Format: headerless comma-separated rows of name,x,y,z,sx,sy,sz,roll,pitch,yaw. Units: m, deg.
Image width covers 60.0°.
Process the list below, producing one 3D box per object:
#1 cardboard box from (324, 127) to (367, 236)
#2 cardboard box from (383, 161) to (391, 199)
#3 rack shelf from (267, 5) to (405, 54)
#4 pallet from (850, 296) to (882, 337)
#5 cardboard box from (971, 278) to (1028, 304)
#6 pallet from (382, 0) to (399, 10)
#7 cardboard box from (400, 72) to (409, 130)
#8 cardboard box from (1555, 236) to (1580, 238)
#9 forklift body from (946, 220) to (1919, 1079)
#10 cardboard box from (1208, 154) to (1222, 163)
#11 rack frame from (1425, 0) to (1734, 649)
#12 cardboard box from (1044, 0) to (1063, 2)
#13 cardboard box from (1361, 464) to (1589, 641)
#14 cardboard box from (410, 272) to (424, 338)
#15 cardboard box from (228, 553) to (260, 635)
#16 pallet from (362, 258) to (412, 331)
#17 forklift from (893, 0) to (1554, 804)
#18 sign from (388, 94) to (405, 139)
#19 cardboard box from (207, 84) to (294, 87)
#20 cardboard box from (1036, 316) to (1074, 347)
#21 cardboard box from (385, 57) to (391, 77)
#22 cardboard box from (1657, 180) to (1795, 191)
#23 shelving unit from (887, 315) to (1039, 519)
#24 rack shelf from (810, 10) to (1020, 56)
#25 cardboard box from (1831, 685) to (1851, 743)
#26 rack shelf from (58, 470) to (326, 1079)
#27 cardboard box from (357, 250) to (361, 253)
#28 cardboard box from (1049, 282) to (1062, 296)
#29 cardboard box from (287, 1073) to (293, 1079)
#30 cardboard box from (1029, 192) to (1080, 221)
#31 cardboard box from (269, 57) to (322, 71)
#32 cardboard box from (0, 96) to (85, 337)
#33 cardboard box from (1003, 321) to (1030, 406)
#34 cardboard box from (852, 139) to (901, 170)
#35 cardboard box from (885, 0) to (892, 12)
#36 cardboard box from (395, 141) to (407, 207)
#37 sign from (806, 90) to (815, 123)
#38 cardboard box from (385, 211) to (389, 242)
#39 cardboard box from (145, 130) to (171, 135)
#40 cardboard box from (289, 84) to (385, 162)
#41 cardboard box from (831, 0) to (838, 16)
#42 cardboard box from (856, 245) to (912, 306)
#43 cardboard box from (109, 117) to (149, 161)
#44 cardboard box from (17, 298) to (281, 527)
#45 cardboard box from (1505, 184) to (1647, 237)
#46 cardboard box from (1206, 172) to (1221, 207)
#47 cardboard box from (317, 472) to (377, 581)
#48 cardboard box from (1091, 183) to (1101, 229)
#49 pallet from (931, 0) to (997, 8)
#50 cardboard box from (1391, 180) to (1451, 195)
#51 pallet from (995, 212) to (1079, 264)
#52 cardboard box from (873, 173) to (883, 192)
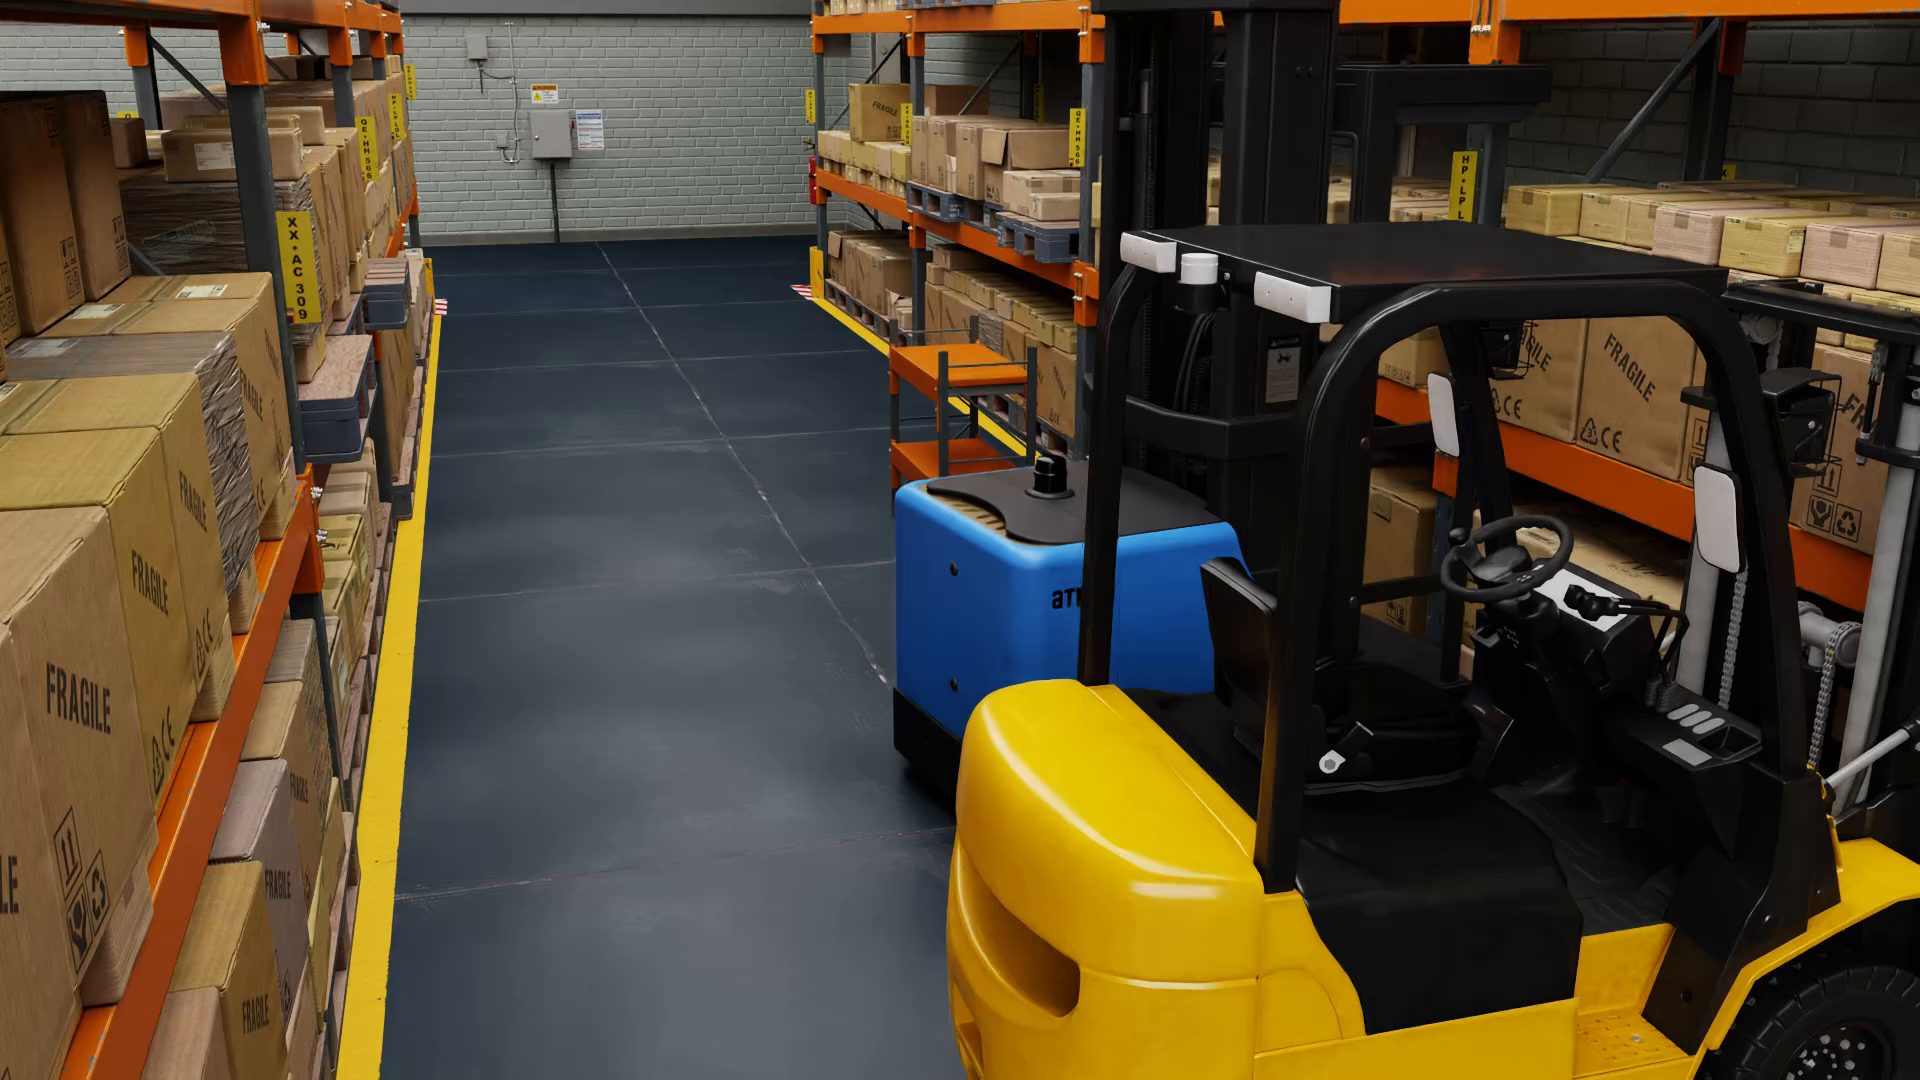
cardboard box,-3.181,-1.738,8.102,0.500,0.500,0.500,-5,17,-17
cardboard box,-4.025,-2.341,10.923,0.500,0.250,0.500,-4,17,-14
rack shelf,-5.223,-4.202,13.763,1.077,0.370,4.000,-5,17,-15
pallet,-0.428,-2.142,15.718,1.003,0.211,1.213,-5,17,-15
cardboard box,0.294,-1.857,12.407,0.380,0.149,0.250,-5,17,-15
pallet,-5.558,-4.853,14.833,1.003,0.211,1.213,-5,17,-15
cardboard box,-5.239,-3.933,14.919,0.500,0.500,0.500,-5,17,-15
cardboard box,2.132,-0.987,5.721,0.380,0.149,0.250,-5,17,-16
forklift body,1.121,0.396,3.897,2.313,2.155,1.214,-5,17,-15
cardboard box,1.482,-2.128,9.521,0.380,0.149,0.250,-4,17,-13
rack frame,2.297,-0.737,6.192,1.000,3.000,0.127,-5,17,-15
cardboard box,0.823,-3.331,9.874,0.500,0.250,0.500,-5,18,-17
cardboard box,2.143,0.056,6.951,0.875,0.625,0.625,-4,17,-13
cardboard box,-4.989,-1.960,13.988,0.875,0.438,0.875,-5,17,-17
cardboard box,-1.811,0.122,3.768,0.380,0.149,0.250,-5,17,-16
pallet,-3.275,-1.170,7.965,1.213,0.211,1.003,-5,17,-15
forklift,1.310,-0.644,6.000,3.031,2.935,1.130,-8,18,-25
sign,-4.154,-3.119,12.245,0.100,0.325,0.005,-5,17,-15
cardboard box,-4.527,-2.661,10.686,0.500,0.500,0.500,-5,17,-17
cardboard box,0.714,-1.348,10.713,0.380,0.149,0.250,-6,18,-18
cardboard box,-4.761,-3.788,13.310,0.380,0.149,0.250,-5,17,-17
cardboard box,2.675,-1.174,5.827,0.380,0.149,0.250,-5,17,-15
shelving unit,-0.002,-0.541,8.796,0.538,1.125,1.048,-5,17,-15
rack shelf,-0.451,-4.595,15.072,1.077,0.370,4.000,-5,17,-15
cardboard box,2.544,0.483,4.441,0.500,0.250,0.500,-5,17,-16
rack shelf,-1.925,0.554,3.144,1.077,0.370,4.000,-5,17,-15
cardboard box,-2.940,-1.254,7.619,0.380,0.149,0.250,-6,18,-18
cardboard box,0.874,-1.831,12.321,0.380,0.149,0.250,-4,17,-14
cardboard box,-1.626,1.342,3.321,0.500,0.250,0.500,-4,17,-12
cardboard box,0.648,-2.076,10.355,0.380,0.149,0.250,-4,17,-14
cardboard box,-5.178,-3.674,12.929,0.380,0.149,0.250,-5,17,-16
cardboard box,-2.443,-0.731,3.743,0.700,0.500,0.500,-5,17,-15
cardboard box,0.601,-1.231,11.452,0.500,0.500,0.500,-4,17,-13
cardboard box,-0.693,-3.561,15.337,0.500,0.250,0.500,-5,17,-17
cardboard box,-0.414,-4.485,13.893,0.380,0.149,0.250,-4,17,-13
cardboard box,-4.685,-2.894,13.200,0.500,0.500,0.500,-5,17,-15
sign,-1.522,-4.428,16.975,0.100,0.325,0.005,-5,17,-15
cardboard box,-4.048,-2.098,10.985,0.500,0.250,0.500,-5,17,-17
cardboard box,-3.673,-1.699,7.973,0.500,0.500,0.500,-5,17,-17
cardboard box,-4.039,-2.695,10.799,0.500,0.500,0.500,-4,17,-14
cardboard box,-1.016,-5.046,15.760,0.380,0.149,0.250,-4,17,-14
cardboard box,-0.677,-2.490,15.643,0.500,0.500,0.500,-4,17,-14
cardboard box,-3.118,-1.419,5.914,0.380,0.149,0.250,-5,18,-18
cardboard box,-1.965,-0.289,4.009,0.500,0.500,0.500,-4,17,-13
cardboard box,2.099,-1.126,5.670,0.380,0.149,0.250,-4,17,-14
cardboard box,1.367,-1.734,8.211,0.380,0.149,0.250,-4,17,-14
cardboard box,-3.218,-0.032,7.683,0.950,0.372,0.625,-5,17,-16
cardboard box,1.061,-1.867,9.345,0.500,0.250,0.500,-5,17,-15
pallet,0.498,-3.824,11.581,1.213,0.211,1.003,-5,17,-15
cardboard box,2.107,-1.567,7.652,0.380,0.149,0.250,-5,17,-16
pallet,0.944,-1.934,10.509,1.213,0.211,1.003,-5,17,-15
cardboard box,-0.562,-3.181,14.766,0.380,0.149,0.250,-5,17,-16
